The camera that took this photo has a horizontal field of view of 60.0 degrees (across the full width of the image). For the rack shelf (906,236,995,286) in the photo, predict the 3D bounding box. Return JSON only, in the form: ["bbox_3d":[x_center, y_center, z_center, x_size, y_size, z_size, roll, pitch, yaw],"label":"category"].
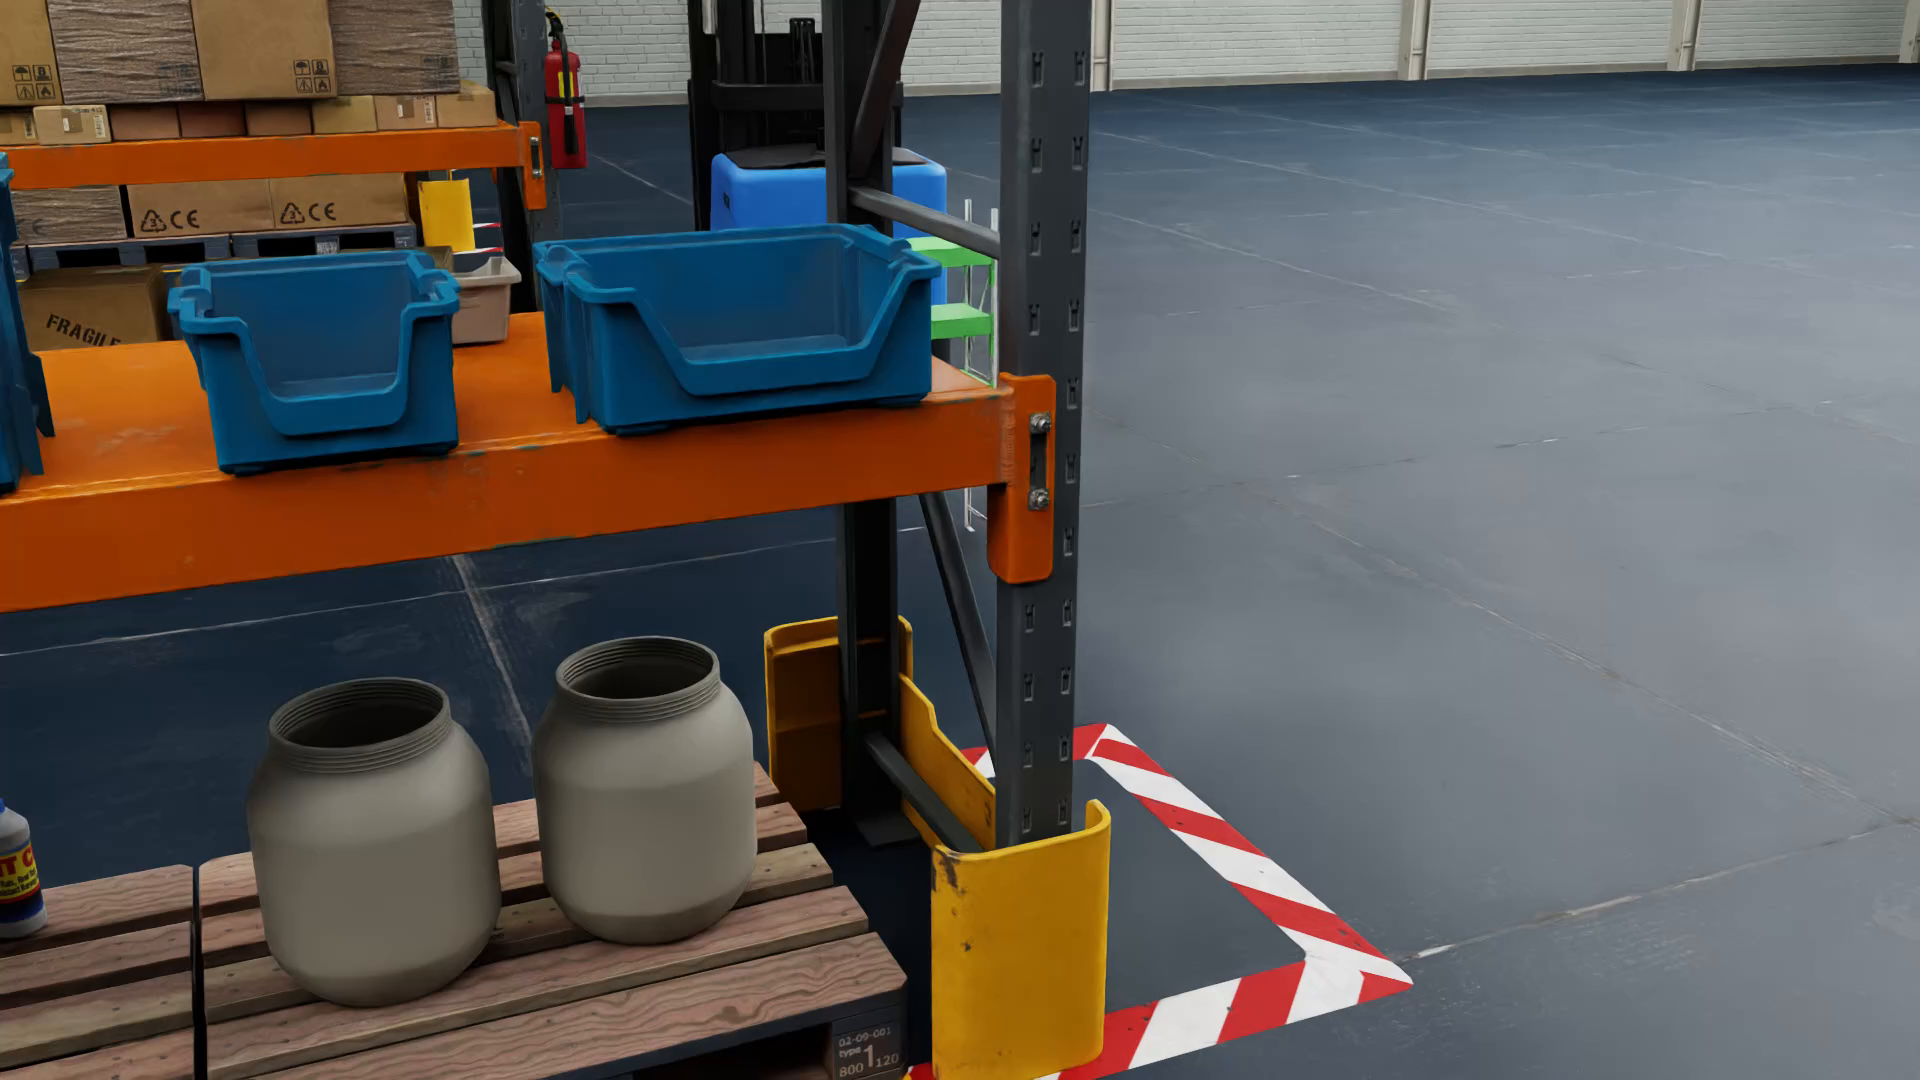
[{"bbox_3d":[-0.152,-0.937,5.623,0.480,0.148,0.258,-8,21,-22],"label":"rack shelf"}]

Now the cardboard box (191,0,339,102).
[{"bbox_3d":[-2.929,-2.133,6.966,0.500,0.500,0.875,-8,21,-22],"label":"cardboard box"}]

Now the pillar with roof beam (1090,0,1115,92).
[{"bbox_3d":[3.831,-9.926,20.664,0.400,9.000,9.100,-8,21,-22],"label":"pillar with roof beam"}]

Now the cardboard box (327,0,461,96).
[{"bbox_3d":[-2.517,-2.236,7.257,0.500,0.500,0.875,-8,21,-22],"label":"cardboard box"}]

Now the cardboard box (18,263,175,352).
[{"bbox_3d":[-3.699,-0.889,7.161,0.500,0.500,0.500,-6,20,-17],"label":"cardboard box"}]

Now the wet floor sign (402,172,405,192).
[{"bbox_3d":[-4.631,-3.135,13.955,0.232,0.644,0.267,-12,23,-31],"label":"wet floor sign"}]

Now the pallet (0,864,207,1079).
[{"bbox_3d":[-1.957,1.002,2.858,1.213,0.211,1.003,-8,21,-22],"label":"pallet"}]

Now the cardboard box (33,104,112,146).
[{"bbox_3d":[-3.517,-1.664,6.610,0.250,0.149,0.380,-8,21,-22],"label":"cardboard box"}]

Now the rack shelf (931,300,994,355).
[{"bbox_3d":[-0.152,-0.710,5.702,0.480,0.148,0.258,-8,21,-22],"label":"rack shelf"}]

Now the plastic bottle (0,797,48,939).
[{"bbox_3d":[-1.827,0.621,3.188,0.097,0.271,0.097,0,19,0],"label":"plastic bottle"}]

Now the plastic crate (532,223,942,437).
[{"bbox_3d":[-0.380,-0.375,2.794,0.616,0.251,0.499,-8,21,-22],"label":"plastic crate"}]

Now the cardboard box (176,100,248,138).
[{"bbox_3d":[-3.102,-1.764,6.893,0.250,0.149,0.380,-8,21,-22],"label":"cardboard box"}]

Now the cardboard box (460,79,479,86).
[{"bbox_3d":[-2.357,-2.029,7.646,0.250,0.149,0.380,-8,21,-22],"label":"cardboard box"}]

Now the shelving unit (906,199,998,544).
[{"bbox_3d":[-0.152,-0.544,5.761,0.503,1.200,0.258,-8,21,-22],"label":"shelving unit"}]

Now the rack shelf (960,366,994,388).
[{"bbox_3d":[-0.152,-0.484,5.782,0.480,0.148,0.258,-8,21,-22],"label":"rack shelf"}]

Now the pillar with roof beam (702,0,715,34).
[{"bbox_3d":[-1.678,-9.137,18.423,0.400,9.000,9.100,-8,21,-22],"label":"pillar with roof beam"}]

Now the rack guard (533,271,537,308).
[{"bbox_3d":[-2.071,-0.923,7.892,0.348,0.500,1.175,-8,21,-22],"label":"rack guard"}]

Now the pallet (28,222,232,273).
[{"bbox_3d":[-5.695,-2.035,11.483,1.213,0.211,1.003,-8,21,-22],"label":"pallet"}]

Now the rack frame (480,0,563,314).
[{"bbox_3d":[-2.001,-2.112,7.505,0.127,3.000,1.000,-8,21,-22],"label":"rack frame"}]

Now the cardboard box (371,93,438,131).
[{"bbox_3d":[-2.411,-1.861,7.168,0.250,0.149,0.380,-8,21,-22],"label":"cardboard box"}]

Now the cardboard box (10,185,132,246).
[{"bbox_3d":[-6.114,-2.489,11.141,0.875,0.875,0.875,-8,21,-22],"label":"cardboard box"}]

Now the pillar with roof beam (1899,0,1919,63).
[{"bbox_3d":[20.359,-12.294,27.389,0.400,9.000,9.100,-8,21,-22],"label":"pillar with roof beam"}]

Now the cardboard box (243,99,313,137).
[{"bbox_3d":[-2.856,-1.784,6.950,0.250,0.149,0.380,-8,21,-22],"label":"cardboard box"}]

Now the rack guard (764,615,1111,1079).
[{"bbox_3d":[-0.090,0.601,3.561,0.348,0.500,1.175,-8,21,-22],"label":"rack guard"}]

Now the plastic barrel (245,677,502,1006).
[{"bbox_3d":[-1.073,0.549,3.059,0.421,0.512,0.421,0,19,0],"label":"plastic barrel"}]

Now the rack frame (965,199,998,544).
[{"bbox_3d":[0.072,-0.576,5.852,0.015,1.200,0.240,-8,21,-22],"label":"rack frame"}]

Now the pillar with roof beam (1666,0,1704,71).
[{"bbox_3d":[14.850,-11.505,25.148,0.400,9.000,9.100,-8,21,-22],"label":"pillar with roof beam"}]

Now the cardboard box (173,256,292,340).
[{"bbox_3d":[-3.116,-0.965,7.378,0.500,0.500,0.500,-3,20,-8],"label":"cardboard box"}]

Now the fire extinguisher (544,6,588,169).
[{"bbox_3d":[-1.713,-1.950,7.161,0.183,0.674,0.296,-8,21,-22],"label":"fire extinguisher"}]

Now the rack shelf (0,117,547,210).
[{"bbox_3d":[-3.837,-1.510,6.877,4.000,0.370,1.077,-8,21,-22],"label":"rack shelf"}]

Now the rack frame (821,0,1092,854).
[{"bbox_3d":[-0.039,-0.602,3.215,0.127,3.000,1.000,-8,21,-22],"label":"rack frame"}]

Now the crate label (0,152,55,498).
[{"bbox_3d":[-1.622,-0.294,2.287,0.616,0.435,0.502,-8,21,-22],"label":"crate label"}]

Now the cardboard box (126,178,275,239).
[{"bbox_3d":[-5.276,-2.608,11.480,0.875,0.875,0.875,-9,21,-23],"label":"cardboard box"}]

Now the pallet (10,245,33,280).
[{"bbox_3d":[-6.817,-1.873,11.023,1.213,0.211,1.003,-8,21,-22],"label":"pallet"}]

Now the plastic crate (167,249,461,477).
[{"bbox_3d":[-0.979,-0.291,2.556,0.408,0.251,0.499,-8,21,-22],"label":"plastic crate"}]

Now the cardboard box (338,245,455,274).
[{"bbox_3d":[-2.581,-1.054,7.631,0.500,0.500,0.500,-4,20,-12],"label":"cardboard box"}]

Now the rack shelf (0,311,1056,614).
[{"bbox_3d":[-1.876,0.000,2.587,4.000,0.370,1.077,-8,21,-22],"label":"rack shelf"}]

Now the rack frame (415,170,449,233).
[{"bbox_3d":[-3.873,-3.638,11.838,0.127,3.000,1.000,-8,21,-22],"label":"rack frame"}]

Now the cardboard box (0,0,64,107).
[{"bbox_3d":[-3.868,-2.019,6.640,0.500,0.500,0.875,-8,21,-22],"label":"cardboard box"}]

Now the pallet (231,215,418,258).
[{"bbox_3d":[-4.576,-2.194,11.935,1.213,0.211,1.003,-8,21,-22],"label":"pallet"}]

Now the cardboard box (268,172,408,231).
[{"bbox_3d":[-4.469,-2.725,11.811,0.875,0.875,0.875,-8,21,-22],"label":"cardboard box"}]

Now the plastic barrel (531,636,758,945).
[{"bbox_3d":[-0.613,0.483,3.246,0.421,0.512,0.421,0,19,0],"label":"plastic barrel"}]

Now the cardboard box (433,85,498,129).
[{"bbox_3d":[-2.181,-1.893,7.261,0.250,0.149,0.380,-8,21,-22],"label":"cardboard box"}]

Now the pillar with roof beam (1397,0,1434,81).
[{"bbox_3d":[9.341,-10.716,22.906,0.400,9.000,9.100,-8,21,-22],"label":"pillar with roof beam"}]

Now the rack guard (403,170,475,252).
[{"bbox_3d":[-3.851,-2.462,12.262,0.348,0.500,1.175,-8,21,-22],"label":"rack guard"}]

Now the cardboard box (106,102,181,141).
[{"bbox_3d":[-3.322,-1.724,6.780,0.250,0.149,0.380,-8,21,-22],"label":"cardboard box"}]

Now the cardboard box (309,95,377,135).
[{"bbox_3d":[-2.620,-1.812,7.030,0.250,0.149,0.380,-8,21,-22],"label":"cardboard box"}]

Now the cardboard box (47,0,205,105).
[{"bbox_3d":[-3.405,-2.081,6.817,0.500,0.500,0.875,-8,21,-22],"label":"cardboard box"}]

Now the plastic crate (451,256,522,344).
[{"bbox_3d":[-0.988,-0.458,3.203,0.250,0.136,0.298,-8,21,-22],"label":"plastic crate"}]

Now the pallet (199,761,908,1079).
[{"bbox_3d":[-0.838,0.843,3.310,1.213,0.211,1.003,-8,21,-22],"label":"pallet"}]

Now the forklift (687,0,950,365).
[{"bbox_3d":[-0.912,-2.550,8.850,1.130,2.935,3.031,-5,20,-14],"label":"forklift"}]

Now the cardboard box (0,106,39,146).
[{"bbox_3d":[-3.774,-1.652,6.577,0.250,0.149,0.380,-8,21,-22],"label":"cardboard box"}]
